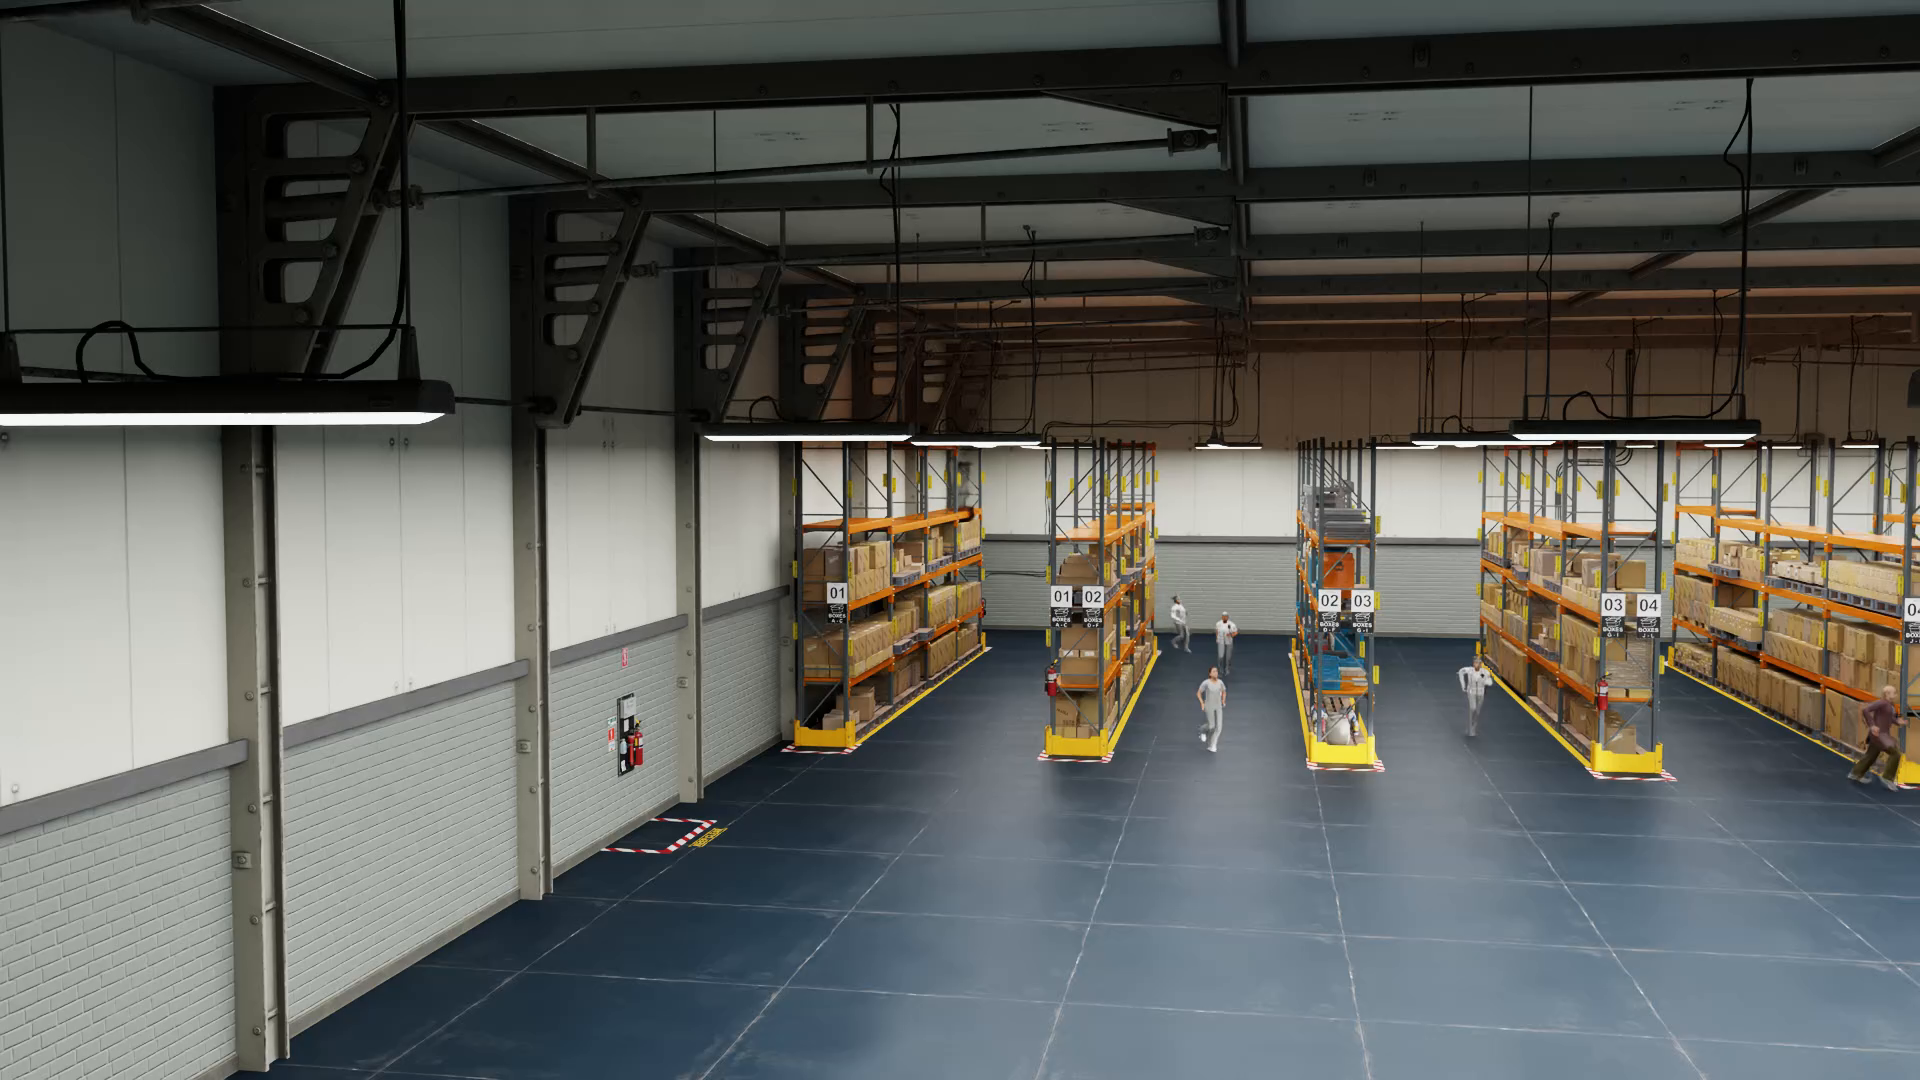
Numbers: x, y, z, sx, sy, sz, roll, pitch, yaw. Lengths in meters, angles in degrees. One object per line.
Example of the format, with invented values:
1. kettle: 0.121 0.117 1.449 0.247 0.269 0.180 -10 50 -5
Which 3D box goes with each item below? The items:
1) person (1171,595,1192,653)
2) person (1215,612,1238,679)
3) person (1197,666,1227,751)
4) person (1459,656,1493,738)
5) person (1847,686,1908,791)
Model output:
1. person: 6.291 2.393 47.560 0.708 1.680 0.663 3 4 44
2. person: 6.756 2.676 42.223 0.585 1.705 0.728 1 3 14
3. person: 4.855 3.227 31.982 0.578 1.626 0.576 -1 3 -13
4. person: 10.365 3.125 33.453 0.602 1.650 0.885 0 3 5
5. person: 15.621 3.362 28.324 0.905 1.798 0.728 3 4 41
